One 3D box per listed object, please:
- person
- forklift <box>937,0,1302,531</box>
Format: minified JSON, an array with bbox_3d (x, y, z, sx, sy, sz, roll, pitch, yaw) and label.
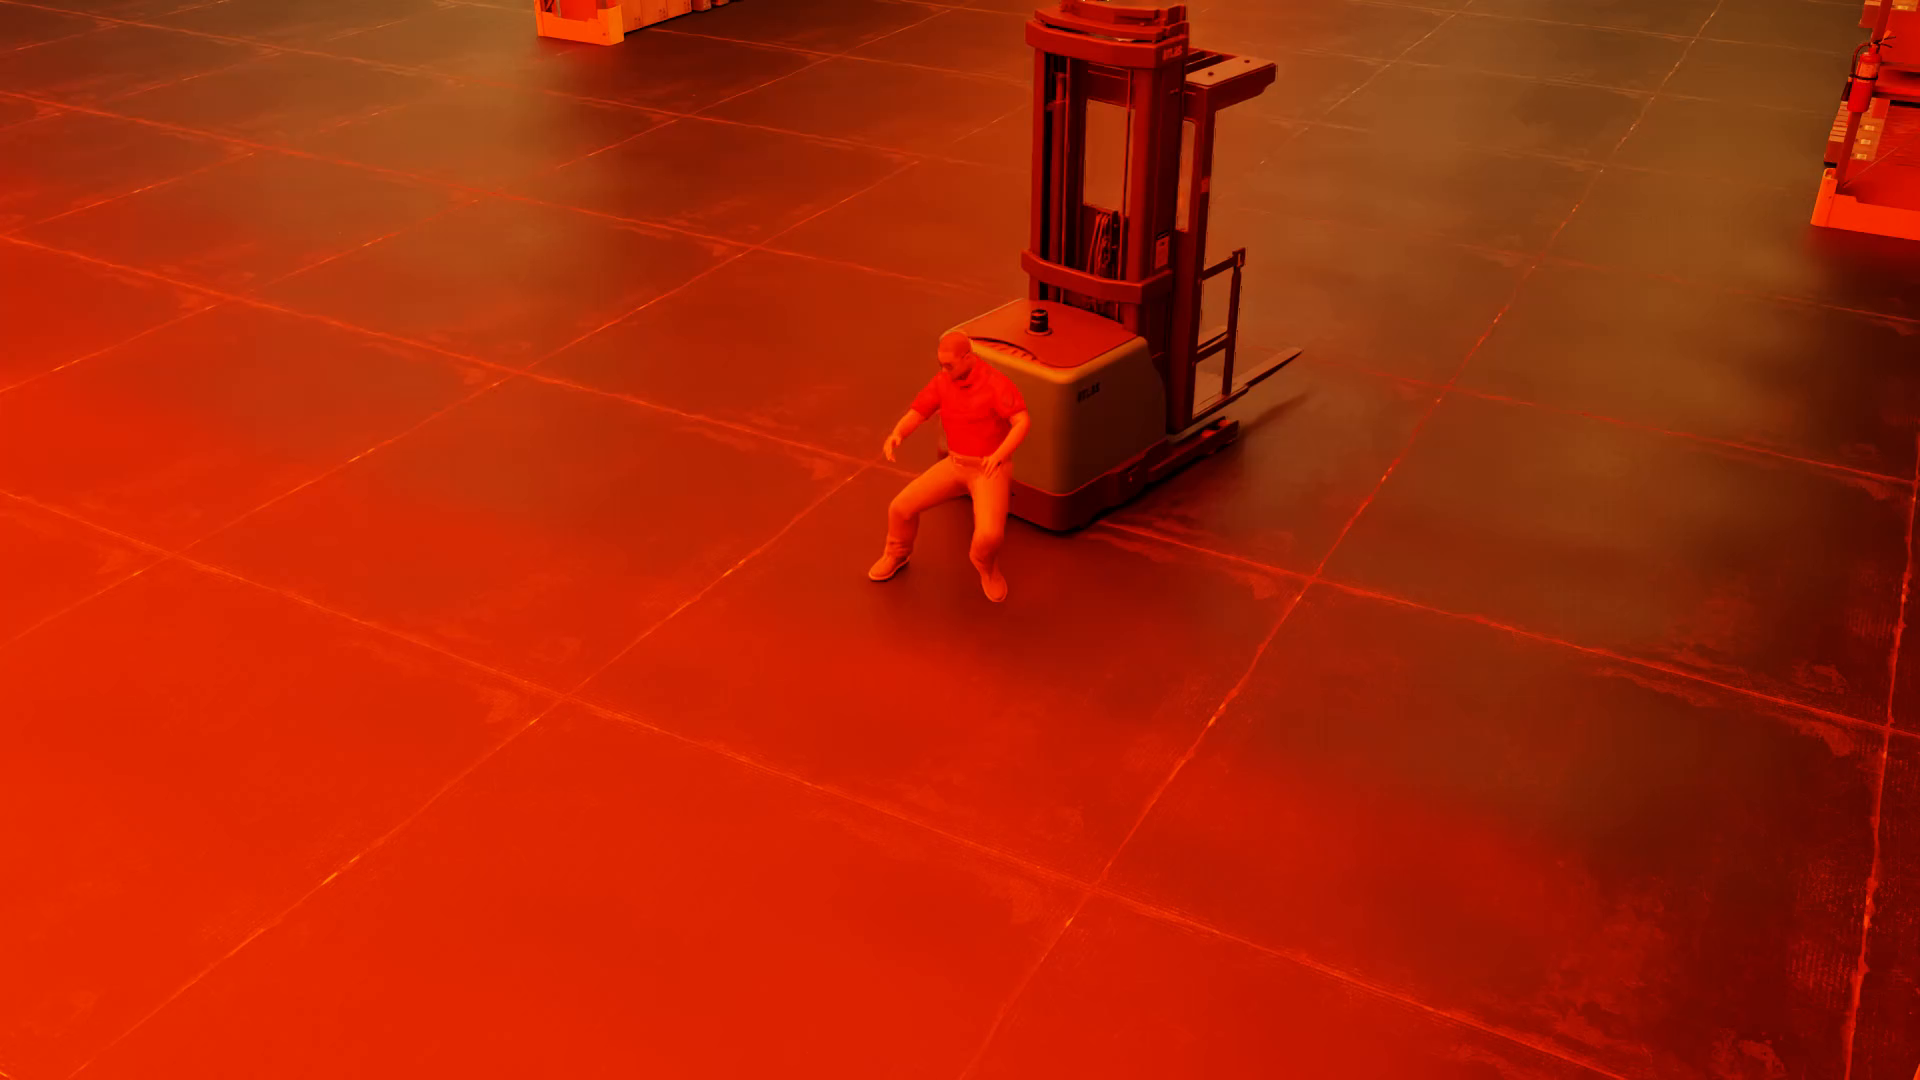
[{"bbox_3d":[-0.055,-0.368,9.132,0.950,1.522,0.738,24,37,35],"label":"person"},{"bbox_3d":[1.207,-1.982,10.505,1.130,2.935,3.031,24,37,35],"label":"forklift"}]
